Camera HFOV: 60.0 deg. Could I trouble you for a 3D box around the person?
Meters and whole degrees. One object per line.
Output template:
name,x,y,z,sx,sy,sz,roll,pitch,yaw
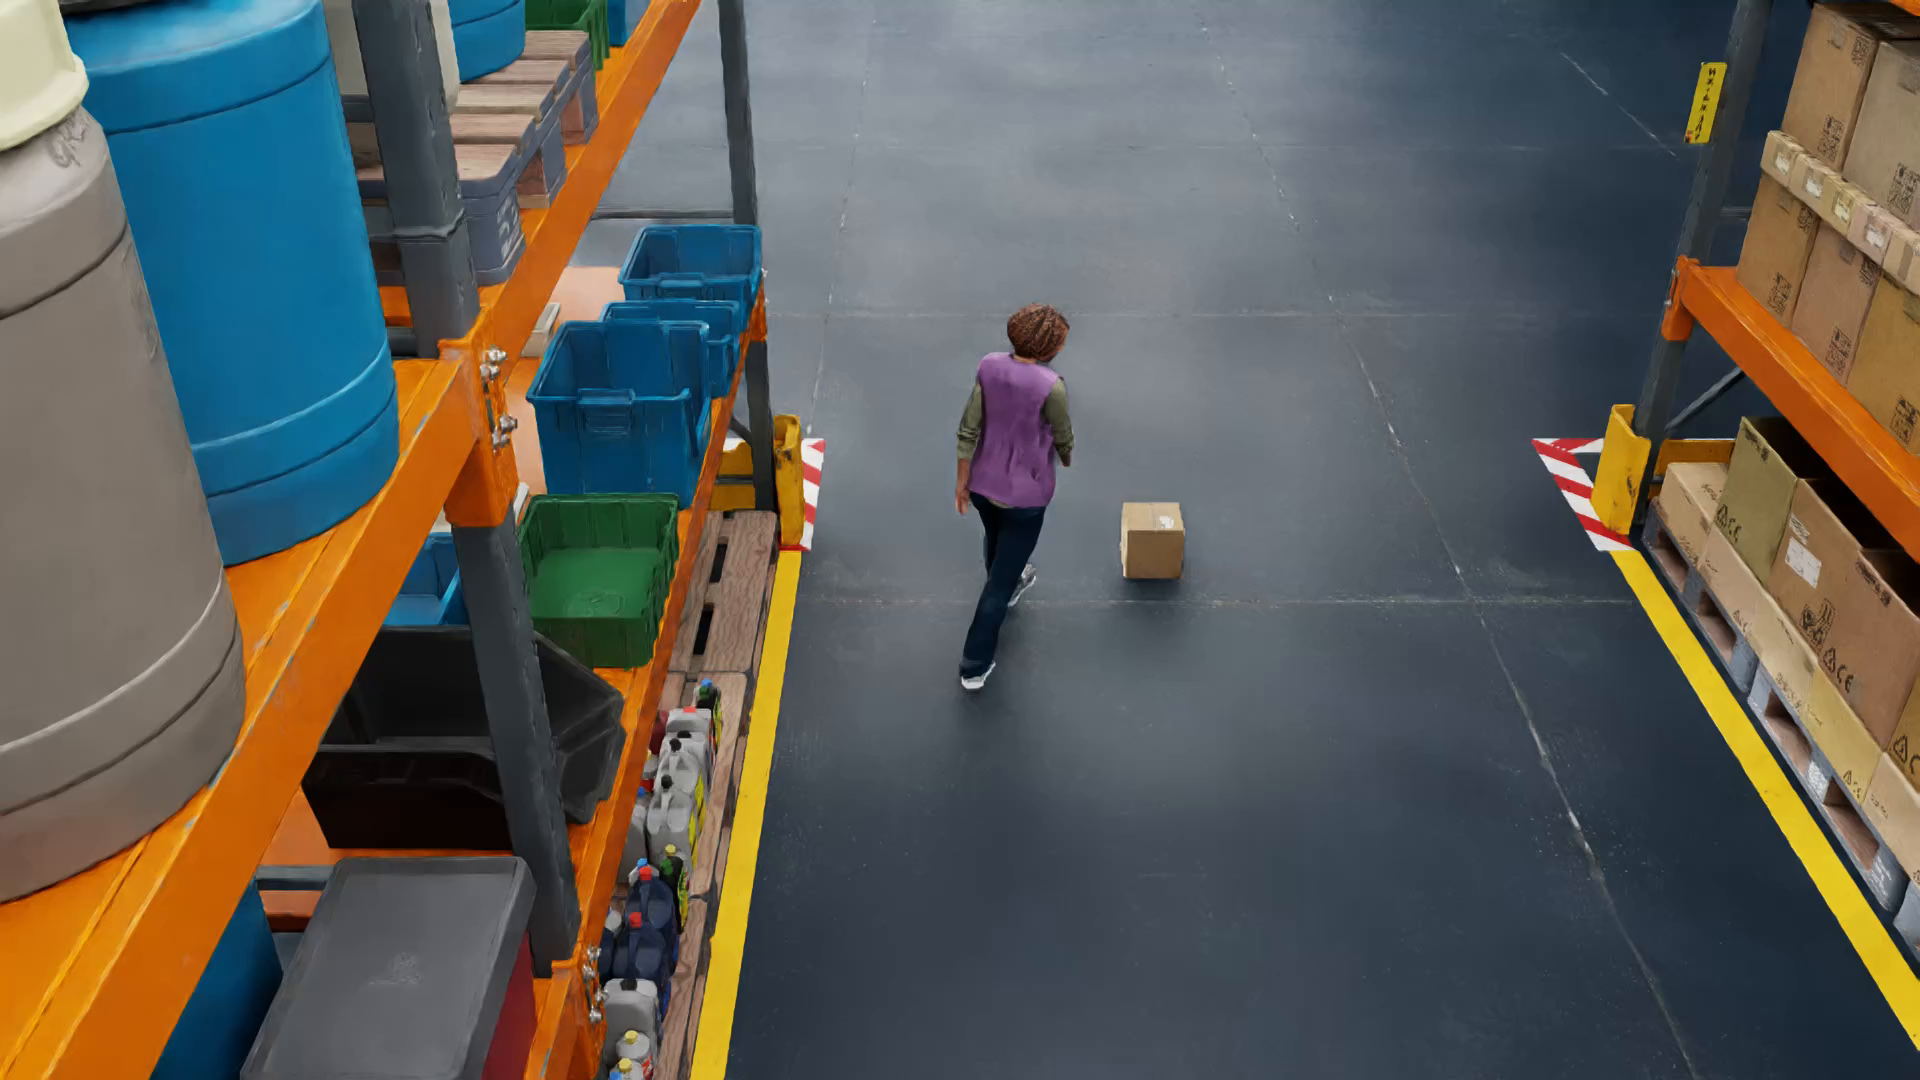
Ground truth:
person,0.217,-0.234,6.522,0.458,1.548,0.832,21,38,30
